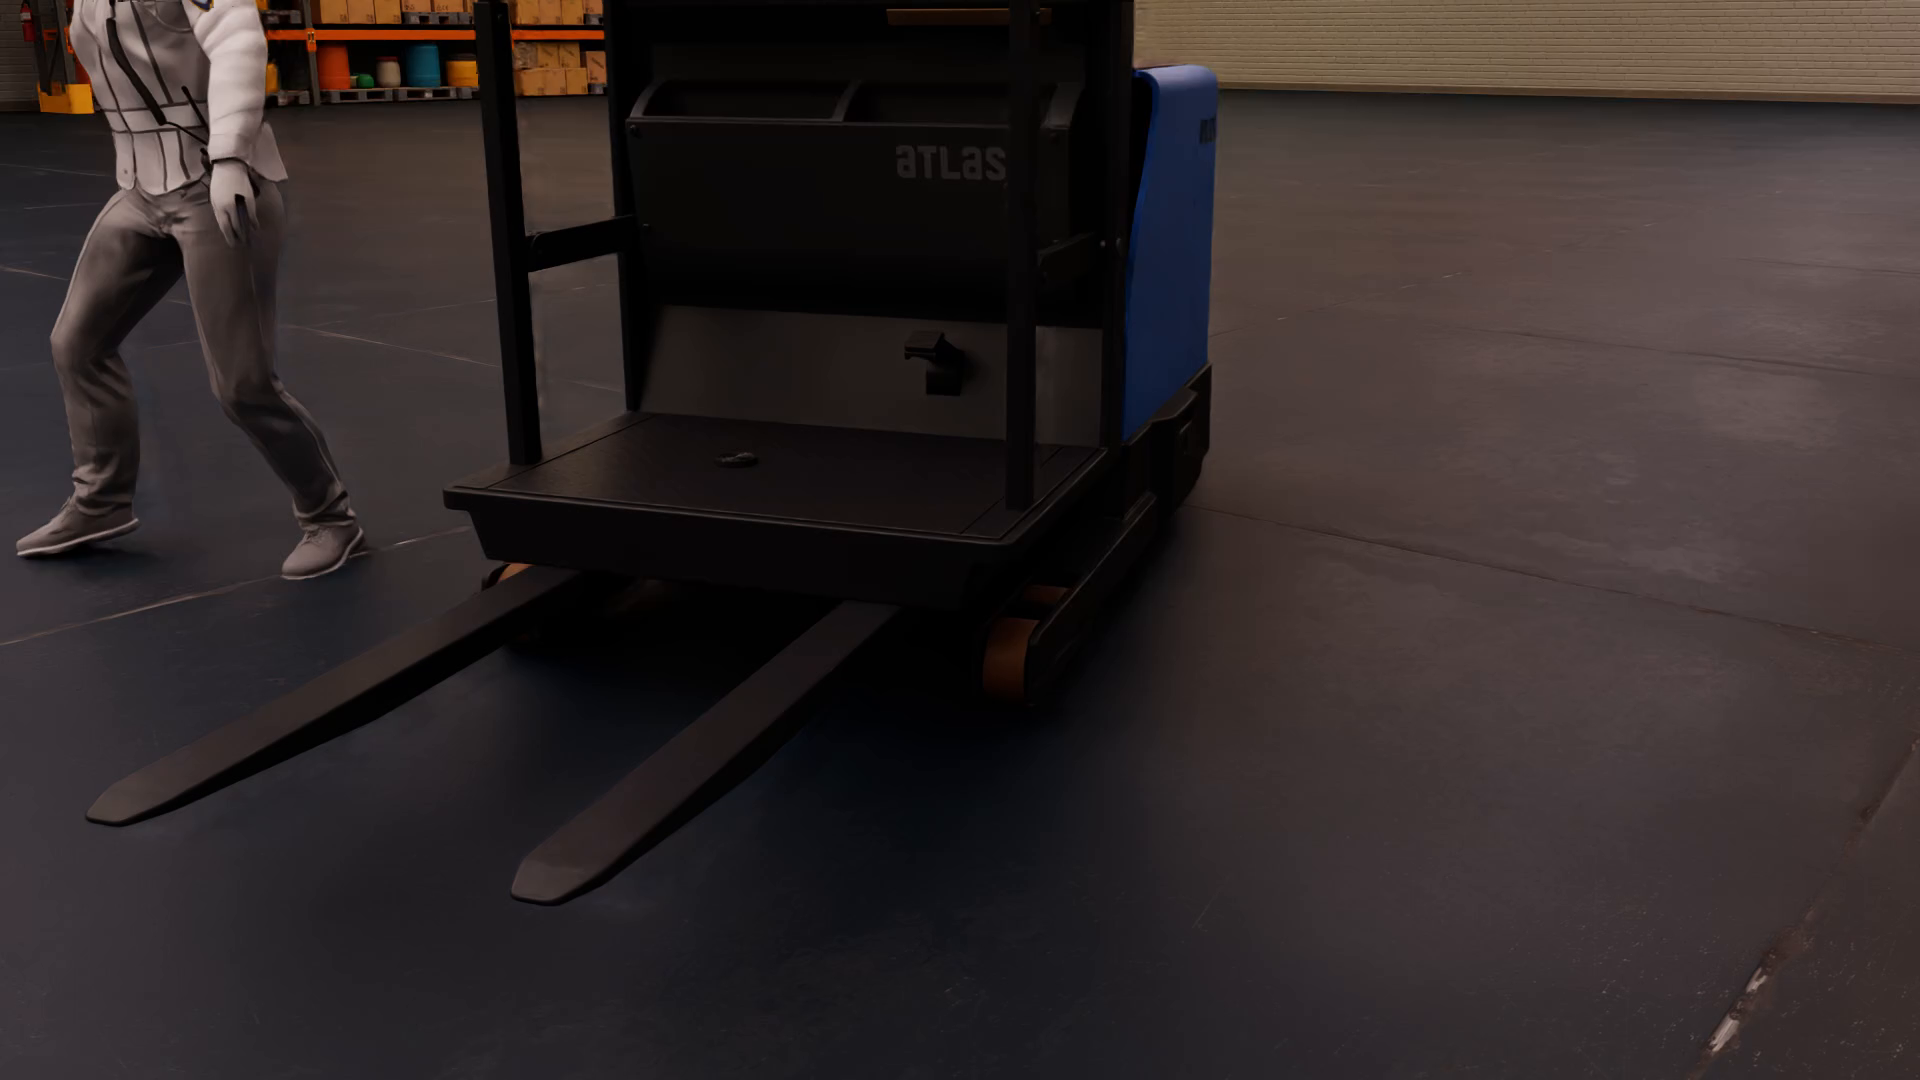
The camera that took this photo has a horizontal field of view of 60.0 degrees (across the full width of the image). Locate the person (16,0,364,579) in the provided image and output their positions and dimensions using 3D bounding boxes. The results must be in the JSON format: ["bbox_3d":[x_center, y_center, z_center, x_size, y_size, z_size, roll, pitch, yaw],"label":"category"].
[{"bbox_3d":[-1.644,-0.700,3.524,0.965,1.619,0.561,13,21,37],"label":"person"}]

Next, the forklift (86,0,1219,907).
[{"bbox_3d":[-0.281,-1.234,2.960,1.130,2.935,3.031,6,18,18],"label":"forklift"}]
